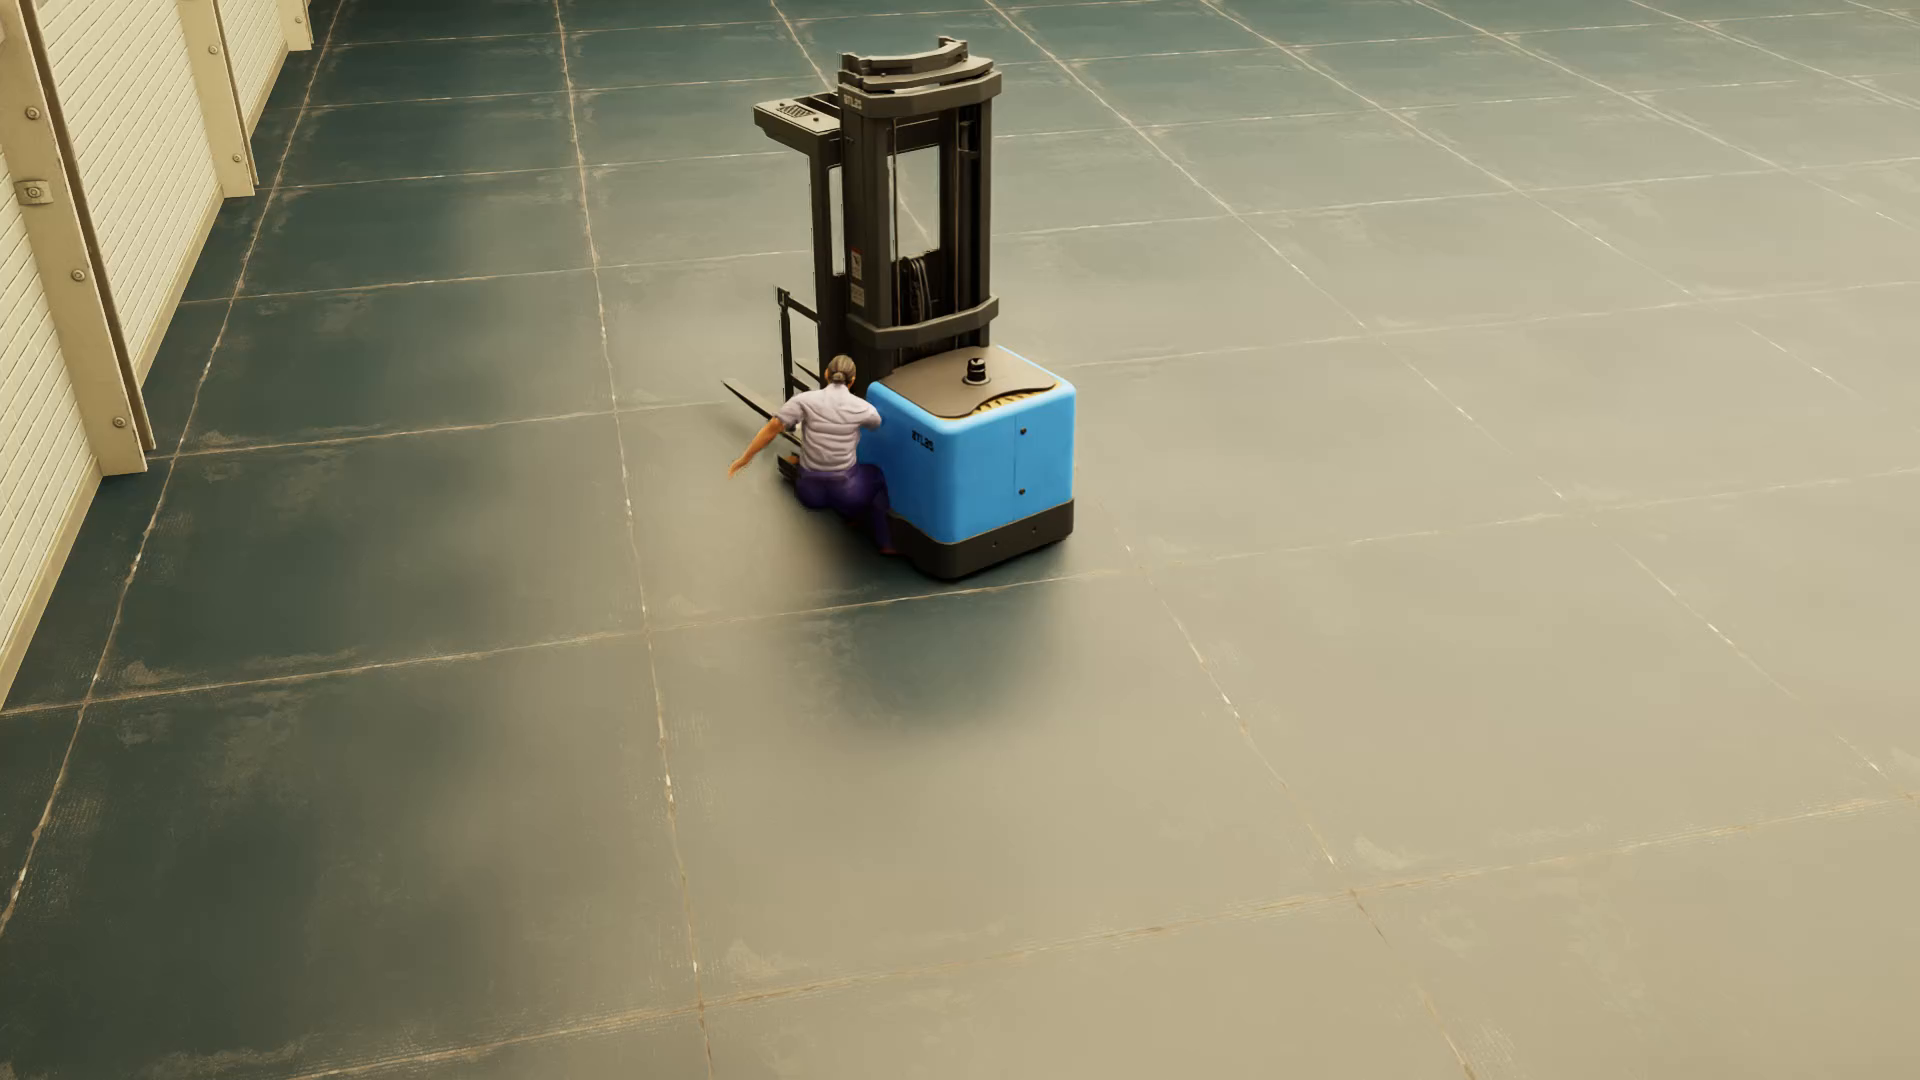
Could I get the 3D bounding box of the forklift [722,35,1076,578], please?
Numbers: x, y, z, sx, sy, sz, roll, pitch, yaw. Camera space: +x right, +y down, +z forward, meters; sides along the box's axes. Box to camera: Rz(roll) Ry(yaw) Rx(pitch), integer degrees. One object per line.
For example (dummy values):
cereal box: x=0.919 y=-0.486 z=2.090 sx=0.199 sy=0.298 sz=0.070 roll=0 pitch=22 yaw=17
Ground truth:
forklift: x=-0.562 y=-1.721 z=10.547 sx=1.130 sy=2.935 sz=3.031 roll=-20 pitch=36 yaw=-31

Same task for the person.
person: x=-0.819 y=-0.484 z=10.063 sx=1.014 sy=1.386 sz=0.898 roll=3 pitch=30 yaw=5
